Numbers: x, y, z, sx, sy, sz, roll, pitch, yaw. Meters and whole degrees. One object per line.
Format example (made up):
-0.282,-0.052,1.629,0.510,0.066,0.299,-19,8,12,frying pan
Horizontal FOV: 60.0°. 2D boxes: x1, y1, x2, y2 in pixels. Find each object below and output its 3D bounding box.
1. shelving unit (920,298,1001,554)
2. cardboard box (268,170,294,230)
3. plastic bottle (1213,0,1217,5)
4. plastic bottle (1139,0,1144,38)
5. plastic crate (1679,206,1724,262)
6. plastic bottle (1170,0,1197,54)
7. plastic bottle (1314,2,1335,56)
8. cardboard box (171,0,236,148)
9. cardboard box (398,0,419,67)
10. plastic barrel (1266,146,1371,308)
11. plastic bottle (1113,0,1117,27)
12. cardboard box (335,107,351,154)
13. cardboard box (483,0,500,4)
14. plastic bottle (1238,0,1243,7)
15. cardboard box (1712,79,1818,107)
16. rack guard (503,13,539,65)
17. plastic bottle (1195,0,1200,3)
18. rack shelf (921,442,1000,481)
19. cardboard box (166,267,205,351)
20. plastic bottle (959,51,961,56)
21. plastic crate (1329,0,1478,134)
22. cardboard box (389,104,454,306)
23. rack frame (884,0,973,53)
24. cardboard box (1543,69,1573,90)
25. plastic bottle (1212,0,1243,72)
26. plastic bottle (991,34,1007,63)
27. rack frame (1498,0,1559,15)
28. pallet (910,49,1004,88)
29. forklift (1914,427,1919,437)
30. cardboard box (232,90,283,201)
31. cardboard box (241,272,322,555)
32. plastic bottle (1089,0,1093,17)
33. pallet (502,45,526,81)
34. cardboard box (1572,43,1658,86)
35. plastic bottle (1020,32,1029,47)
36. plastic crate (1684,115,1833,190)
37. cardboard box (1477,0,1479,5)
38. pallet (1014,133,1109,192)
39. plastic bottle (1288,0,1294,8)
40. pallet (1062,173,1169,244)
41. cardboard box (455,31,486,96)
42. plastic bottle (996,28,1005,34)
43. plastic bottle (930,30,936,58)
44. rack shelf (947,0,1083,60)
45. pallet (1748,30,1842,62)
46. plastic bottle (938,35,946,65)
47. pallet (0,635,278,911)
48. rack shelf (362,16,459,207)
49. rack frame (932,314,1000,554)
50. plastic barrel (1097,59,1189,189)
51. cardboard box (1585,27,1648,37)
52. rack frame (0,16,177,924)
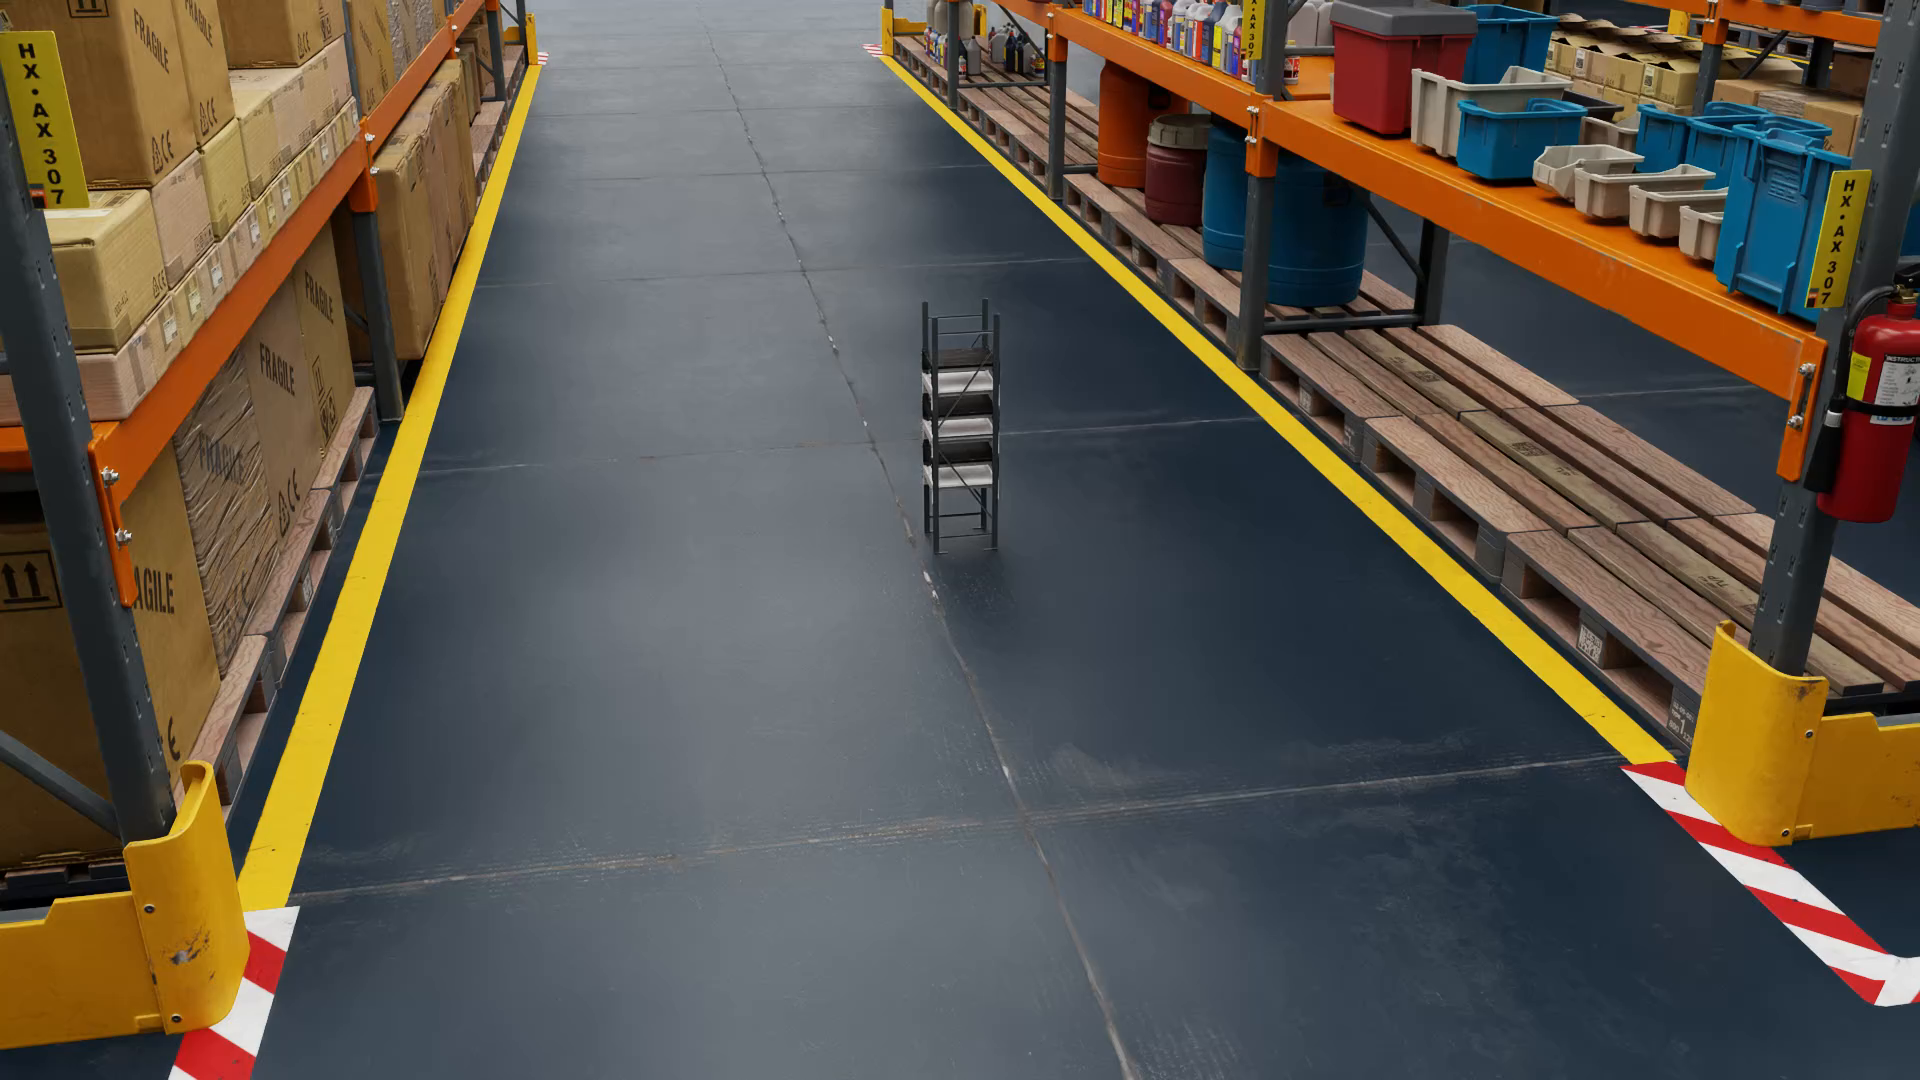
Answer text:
0.001,-0.409,6.063,0.258,0.900,0.210,-4,24,-10,shelving unit
-2.340,-1.069,5.263,0.380,0.149,0.250,-4,24,-9,cardboard box
1.665,-3.469,10.693,0.097,0.201,0.097,0,24,0,plastic bottle
1.096,-3.070,9.692,0.097,0.271,0.097,0,24,0,plastic bottle
2.276,-0.892,4.800,0.396,0.136,0.243,-4,24,-10,plastic crate
1.246,-2.812,9.096,0.152,0.276,0.135,-4,24,-10,plastic bottle
1.982,-2.769,8.998,0.152,0.276,0.135,-4,24,-10,plastic bottle
-2.281,-1.332,4.430,0.500,0.500,0.500,-5,24,-11,cardboard box
-3.129,-2.728,8.623,0.500,0.500,0.500,-4,24,-9,cardboard box
1.781,-1.698,8.486,0.600,0.901,0.708,-4,24,-10,plastic barrel
0.992,-3.258,10.209,0.097,0.201,0.097,0,24,0,plastic bottle
-2.576,-1.573,6.417,0.380,0.149,0.250,-4,24,-9,cardboard box
-5.123,-5.405,17.477,0.500,0.500,0.500,0,24,0,cardboard box
1.755,-3.277,10.255,0.097,0.201,0.097,0,24,0,plastic bottle
5.797,-3.046,12.050,0.500,0.500,0.500,-3,24,-7,cardboard box
-5.208,-5.430,18.057,1.175,0.500,0.348,-4,24,-10,rack guard
1.294,-3.064,9.579,0.144,0.351,0.185,-4,24,-10,plastic bottle
0.001,-0.296,6.112,0.258,0.077,0.200,-4,24,-10,rack shelf
-2.101,-0.562,4.103,0.380,0.149,0.250,-5,24,-11,cardboard box
-0.028,-4.520,15.695,0.061,0.283,0.133,-3,24,-7,plastic bottle
1.783,-1.939,6.786,0.402,0.464,0.583,-4,24,-10,plastic crate
-3.307,-1.705,8.537,1.225,0.875,0.875,-5,24,-12,cardboard box
-0.354,-6.972,18.465,1.000,3.000,0.127,-4,24,-10,rack frame
5.370,-3.914,14.375,0.500,0.250,0.500,-4,24,-9,cardboard box
1.373,-2.566,8.440,0.144,0.351,0.185,-4,24,-10,plastic bottle
0.390,-4.921,16.622,0.152,0.276,0.135,-4,24,-10,plastic bottle
5.254,-5.763,15.698,1.000,3.000,0.127,-4,24,-10,rack frame
0.073,-4.869,17.134,1.003,0.211,1.213,-4,24,-10,pallet
4.679,-1.796,6.700,1.130,2.935,3.031,4,24,8,forklift
-2.380,-1.195,5.054,0.500,0.250,0.500,-5,24,-11,cardboard box
-2.793,-0.484,5.741,0.875,0.875,0.875,-4,24,-10,cardboard box
0.882,-3.524,10.732,0.097,0.271,0.097,0,24,0,plastic bottle
-5.092,-4.975,17.378,1.003,0.211,1.213,-4,24,-10,pallet
5.462,-3.970,13.802,0.500,0.311,0.500,-4,24,-10,cardboard box
0.644,-4.734,16.102,0.144,0.351,0.185,-4,24,-8,plastic bottle
2.639,-1.268,5.541,0.416,0.233,0.300,-4,24,-10,plastic crate
5.376,-5.441,16.934,0.500,0.500,0.500,-4,24,-10,cardboard box
1.020,-2.855,12.522,1.003,0.211,1.213,-4,24,-10,pallet
1.878,-3.034,9.512,0.144,0.351,0.185,-4,24,-10,plastic bottle
1.312,-2.240,11.115,1.003,0.211,1.213,-4,24,-10,pallet
-4.517,-4.239,14.806,0.500,0.500,0.500,-5,24,-11,cardboard box
0.436,-5.134,17.111,0.152,0.276,0.135,-4,24,-9,plastic bottle
-0.262,-5.052,16.929,0.097,0.271,0.097,0,24,0,plastic bottle
0.755,-4.282,13.205,1.077,0.370,4.000,-4,24,-10,rack shelf
9.734,-5.596,18.799,1.003,0.211,1.213,-4,24,-10,pallet
-0.138,-4.850,16.461,0.152,0.276,0.135,-4,24,-9,plastic bottle
-2.488,0.658,4.481,1.003,0.211,1.213,-4,24,-10,pallet
-3.373,-2.342,8.764,1.077,0.370,4.000,-4,24,-10,rack shelf
0.020,-0.369,5.971,0.240,0.900,0.006,-4,24,-10,rack frame
1.232,-2.832,11.173,0.600,0.830,0.708,-4,24,-10,plastic barrel
5.803,-4.414,14.819,0.500,0.311,0.500,-4,24,-10,cardboard box
-2.263,-0.312,3.216,1.000,3.000,0.127,-4,24,-10,rack frame
